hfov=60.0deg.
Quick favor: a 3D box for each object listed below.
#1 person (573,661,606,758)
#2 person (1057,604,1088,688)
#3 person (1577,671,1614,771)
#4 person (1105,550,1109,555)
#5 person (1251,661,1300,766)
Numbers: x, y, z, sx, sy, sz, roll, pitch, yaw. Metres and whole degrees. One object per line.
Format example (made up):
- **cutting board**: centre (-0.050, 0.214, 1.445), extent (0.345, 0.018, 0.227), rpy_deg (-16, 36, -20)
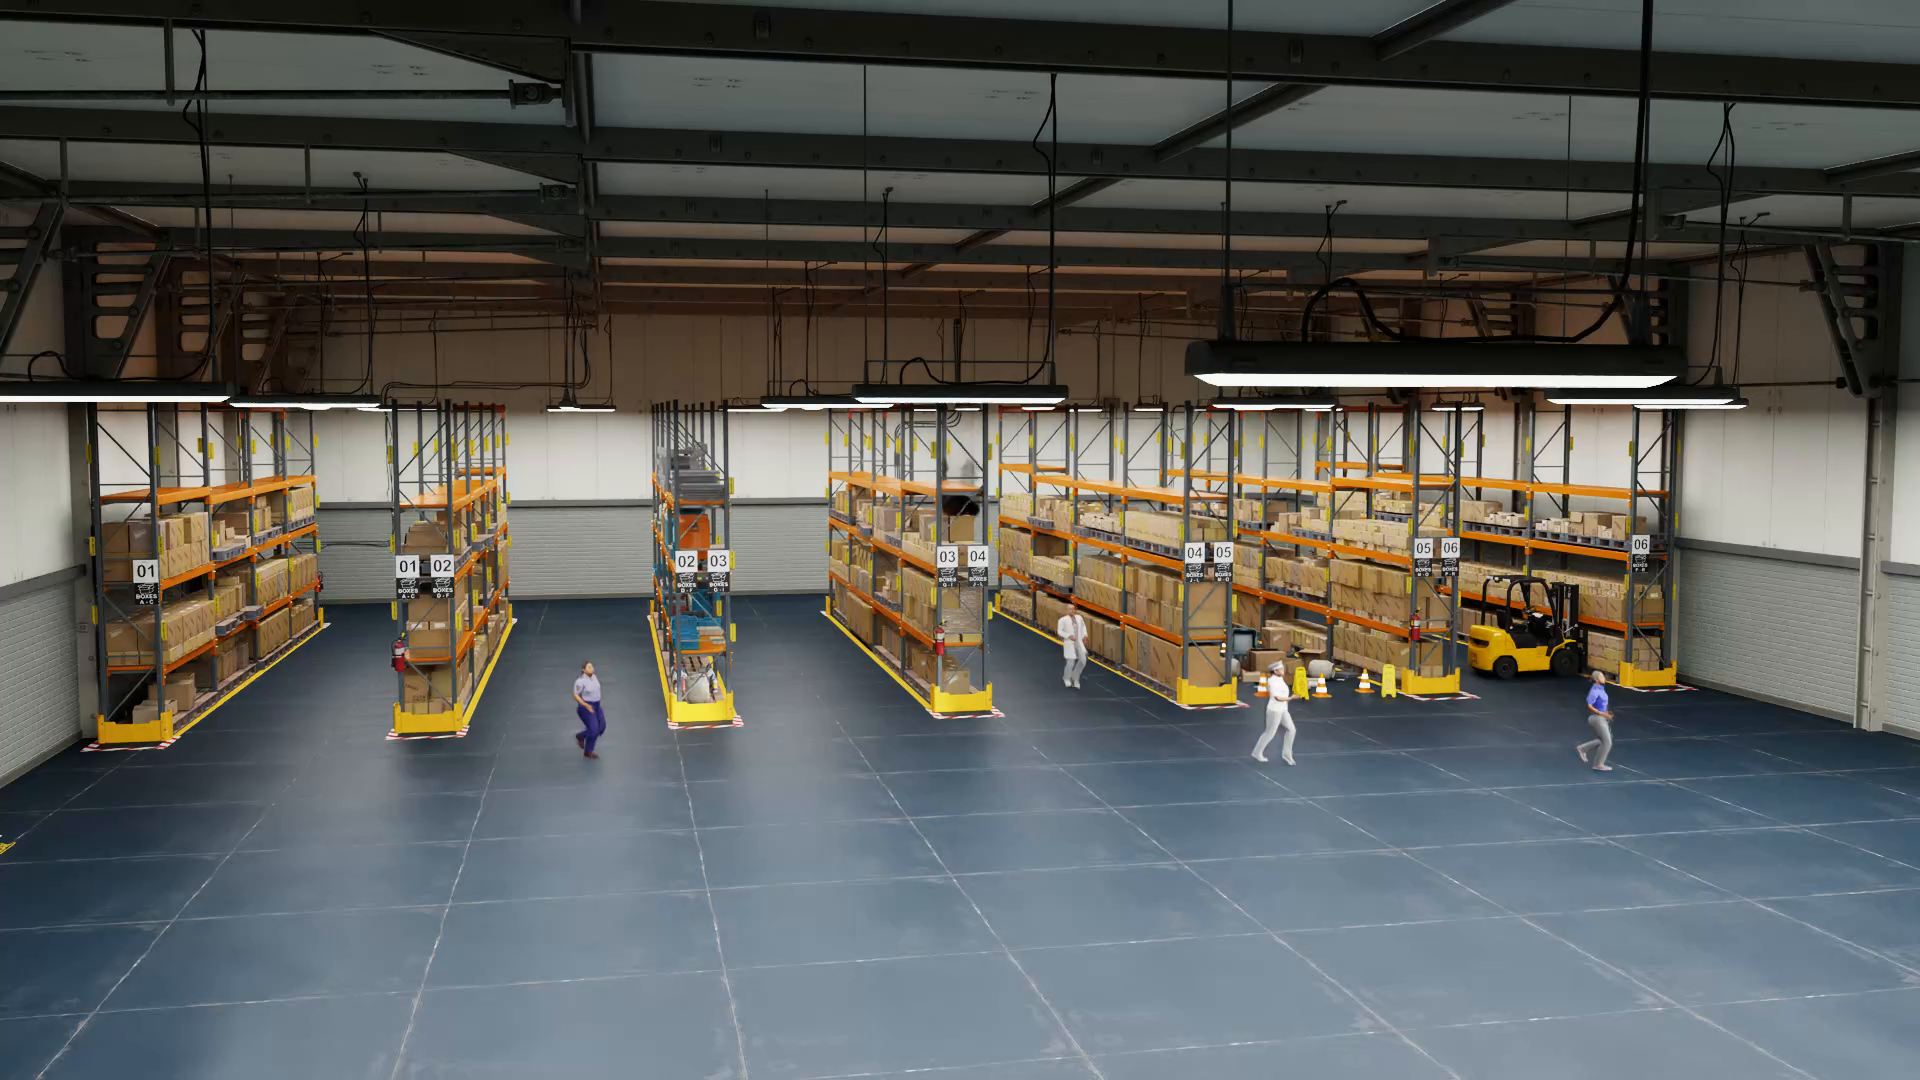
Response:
- **person**: centre (-6.214, 2.833, 27.841), extent (0.487, 1.617, 0.603), rpy_deg (2, 5, 22)
- **person**: centre (2.379, 2.229, 34.893), extent (0.719, 1.770, 0.741), rpy_deg (-1, 5, -18)
- **person**: centre (10.236, 2.901, 26.783), extent (0.587, 1.602, 0.574), rpy_deg (3, 5, 30)
- **person**: centre (4.583, 1.051, 50.711), extent (0.607, 1.724, 0.702), rpy_deg (-1, 4, -16)
- **person**: centre (5.177, 2.830, 27.172), extent (0.782, 1.757, 0.546), rpy_deg (2, 5, 28)
